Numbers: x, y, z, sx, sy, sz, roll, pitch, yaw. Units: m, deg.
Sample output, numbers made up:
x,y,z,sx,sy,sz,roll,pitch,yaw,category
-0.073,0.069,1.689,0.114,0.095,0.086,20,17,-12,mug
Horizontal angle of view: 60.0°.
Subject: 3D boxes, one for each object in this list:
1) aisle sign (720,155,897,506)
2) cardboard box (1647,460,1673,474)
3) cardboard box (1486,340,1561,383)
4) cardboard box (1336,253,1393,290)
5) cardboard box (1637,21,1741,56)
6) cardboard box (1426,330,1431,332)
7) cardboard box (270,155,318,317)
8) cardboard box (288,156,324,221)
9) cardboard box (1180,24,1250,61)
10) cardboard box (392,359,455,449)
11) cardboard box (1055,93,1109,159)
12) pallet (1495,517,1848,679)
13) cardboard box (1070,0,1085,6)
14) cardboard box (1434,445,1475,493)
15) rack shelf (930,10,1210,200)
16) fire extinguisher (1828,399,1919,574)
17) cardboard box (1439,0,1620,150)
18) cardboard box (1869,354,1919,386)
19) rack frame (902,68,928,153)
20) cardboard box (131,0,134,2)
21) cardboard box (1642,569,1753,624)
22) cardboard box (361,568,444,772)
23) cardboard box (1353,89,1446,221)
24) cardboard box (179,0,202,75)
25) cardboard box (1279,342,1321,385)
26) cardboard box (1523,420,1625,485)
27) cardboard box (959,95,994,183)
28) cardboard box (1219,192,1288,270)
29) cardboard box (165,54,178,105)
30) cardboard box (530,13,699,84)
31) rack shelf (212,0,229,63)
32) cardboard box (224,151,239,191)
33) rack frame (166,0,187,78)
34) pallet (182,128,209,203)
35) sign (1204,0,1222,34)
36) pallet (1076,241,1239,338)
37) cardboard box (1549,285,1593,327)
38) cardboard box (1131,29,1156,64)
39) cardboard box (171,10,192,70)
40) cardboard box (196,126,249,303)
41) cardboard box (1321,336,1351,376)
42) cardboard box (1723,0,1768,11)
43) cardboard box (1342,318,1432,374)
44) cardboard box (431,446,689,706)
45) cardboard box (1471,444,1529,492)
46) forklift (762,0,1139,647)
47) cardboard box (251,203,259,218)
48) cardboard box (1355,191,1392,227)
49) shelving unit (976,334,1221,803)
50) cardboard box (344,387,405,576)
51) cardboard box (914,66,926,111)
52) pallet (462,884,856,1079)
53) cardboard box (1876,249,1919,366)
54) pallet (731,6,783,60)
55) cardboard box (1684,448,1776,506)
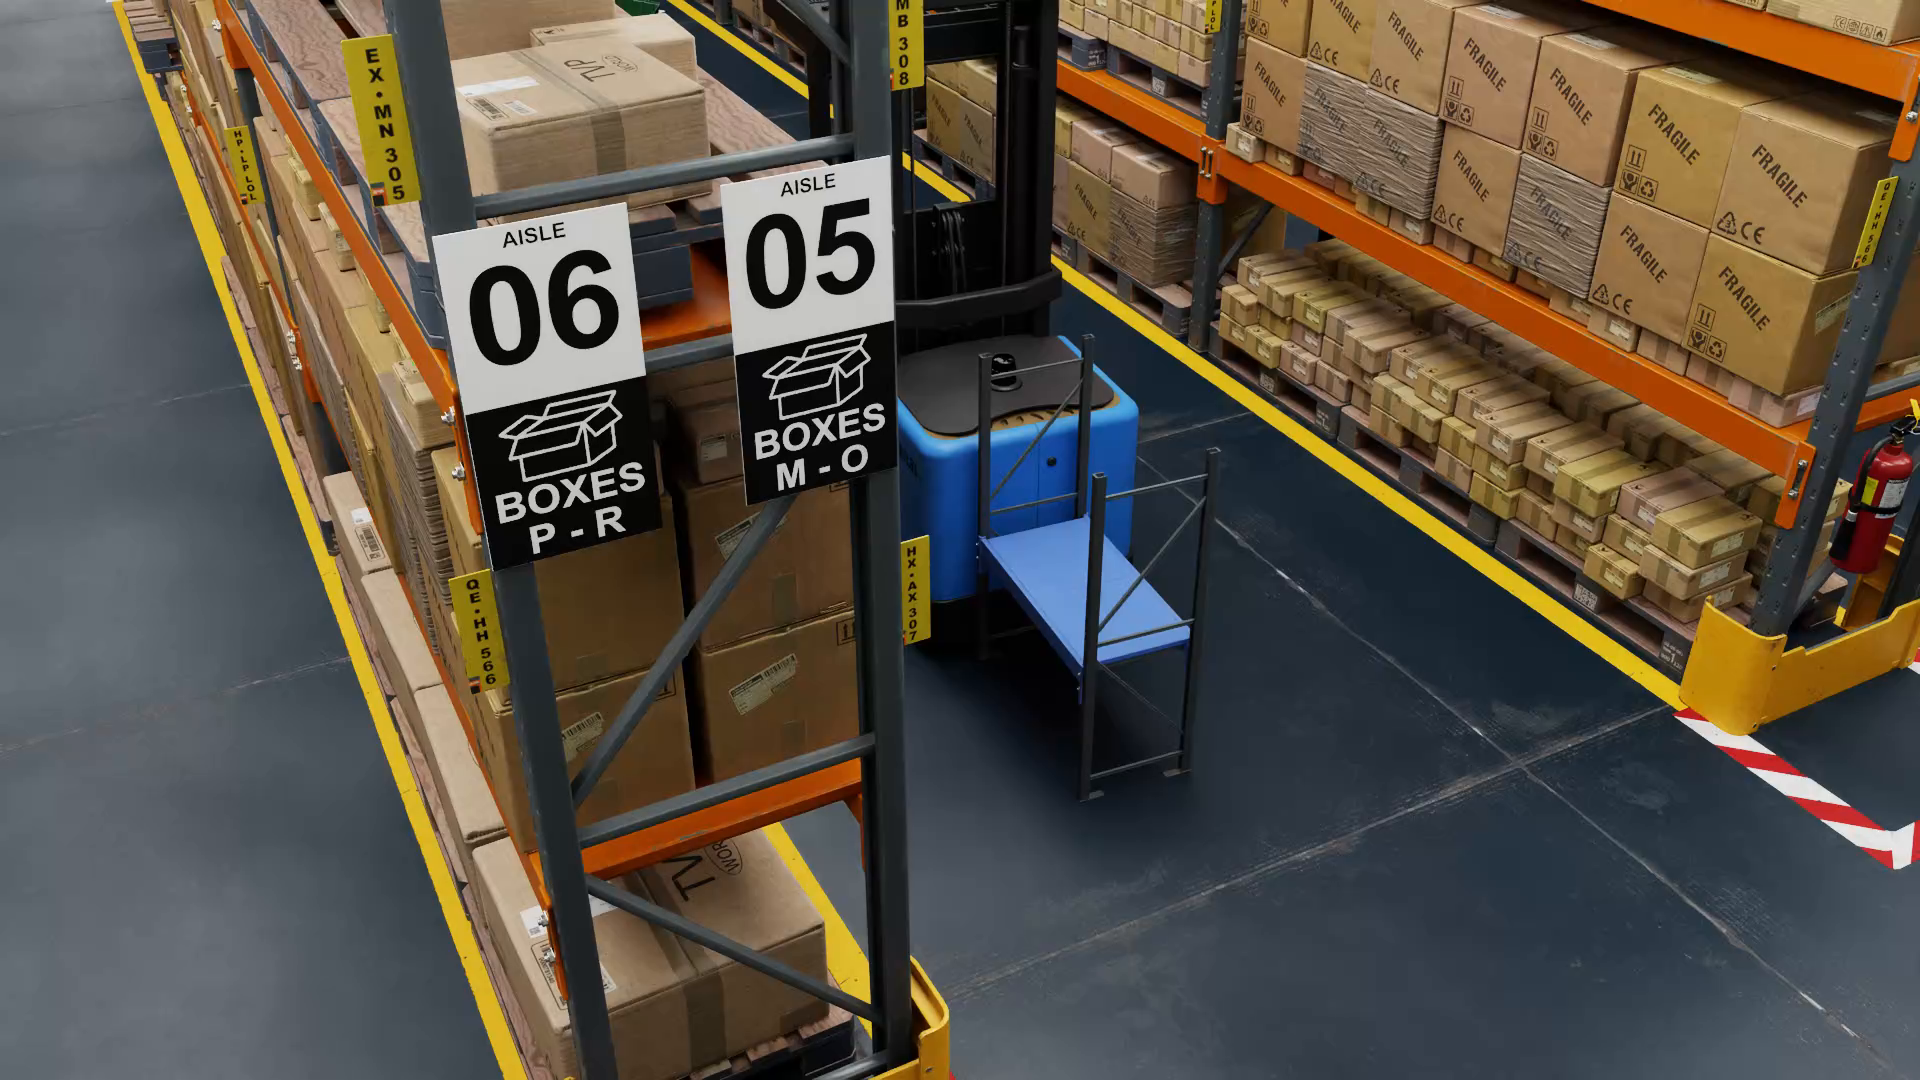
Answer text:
x,y,z,sx,sy,sz,roll,pitch,yaw,category
-0.328,-0.462,3.780,0.394,0.787,0.004,-16,36,-23,aisle sign
3.426,-0.277,7.880,0.380,0.149,0.250,-15,36,-23,cardboard box
2.937,-0.903,8.581,0.380,0.149,0.250,-16,36,-23,cardboard box
2.399,-1.541,9.577,0.380,0.149,0.250,-15,36,-23,cardboard box
3.275,-1.984,7.271,0.500,0.500,0.500,-17,36,-24,cardboard box
2.584,-1.168,9.270,0.380,0.149,0.250,-16,36,-23,cardboard box
-2.246,-1.170,6.276,0.500,0.500,0.500,-16,36,-24,cardboard box
-2.116,-1.260,5.815,0.380,0.149,0.250,-17,36,-24,cardboard box
1.488,-2.867,9.512,0.380,0.149,0.250,-15,35,-22,cardboard box
-1.297,-0.403,4.477,0.380,0.149,0.250,-16,36,-24,cardboard box
0.791,-2.760,11.010,0.500,0.250,0.500,-18,37,-25,cardboard box
3.331,0.120,7.868,1.003,0.211,1.213,-16,36,-23,pallet
0.870,-3.495,10.493,0.380,0.149,0.250,-16,36,-23,cardboard box
2.616,-0.398,8.344,0.380,0.149,0.250,-15,36,-22,cardboard box
0.916,-3.182,11.103,1.077,0.370,4.000,-16,36,-23,rack shelf
3.423,-0.196,6.192,0.296,0.674,0.183,-16,36,-23,fire extinguisher
2.544,-2.105,7.460,0.500,0.500,0.500,-17,36,-25,cardboard box
3.853,-0.753,6.877,0.380,0.149,0.250,-16,36,-23,cardboard box
-0.016,-4.439,12.399,1.000,3.000,0.127,-16,36,-23,rack frame
-7.204,-5.090,14.879,0.500,0.500,0.500,-14,35,-21,cardboard box
3.284,0.203,7.406,0.380,0.149,0.250,-15,36,-22,cardboard box
-1.868,0.418,6.802,0.875,0.438,0.875,-17,36,-24,cardboard box
2.297,-1.914,8.089,0.500,0.500,0.500,-17,36,-24,cardboard box
-3.867,-2.827,8.863,0.500,0.500,0.500,-15,36,-22,cardboard box
2.020,-1.020,9.315,0.380,0.149,0.250,-16,36,-23,cardboard box
2.878,-0.403,7.800,0.380,0.149,0.250,-17,37,-25,cardboard box
0.325,-2.923,11.960,0.500,0.500,0.500,-15,36,-23,cardboard box
1.739,-2.074,10.635,0.500,0.500,0.500,-14,35,-21,cardboard box
-5.967,-3.876,13.566,0.950,0.372,0.625,-15,36,-23,cardboard box
-0.922,-1.282,4.440,0.380,0.149,0.250,-15,35,-21,cardboard box
-3.416,-3.152,8.275,1.077,0.370,4.000,-16,36,-23,rack shelf
-3.615,-2.059,8.823,0.500,0.250,0.500,-16,36,-23,cardboard box
-4.348,-3.146,10.380,1.000,3.000,0.127,-16,36,-23,rack frame
-5.276,-2.927,12.623,1.003,0.211,1.213,-16,36,-23,pallet
1.359,-2.877,8.886,0.100,0.325,0.005,-16,36,-23,sign
1.484,-1.728,10.751,1.003,0.211,1.213,-16,36,-23,pallet
2.862,-1.093,7.409,0.380,0.149,0.250,-18,37,-25,cardboard box
1.252,-2.985,9.972,0.380,0.149,0.250,-16,36,-23,cardboard box
-4.331,-2.990,9.811,0.500,0.250,0.500,-16,36,-23,cardboard box
-4.100,-2.078,10.293,0.875,0.875,0.875,-16,36,-24,cardboard box
2.201,-1.044,9.076,0.380,0.149,0.250,-18,37,-25,cardboard box
3.023,-2.214,6.283,0.500,0.250,0.500,-16,36,-23,cardboard box
2.252,-1.026,8.772,0.380,0.149,0.250,-15,36,-22,cardboard box
-1.054,0.038,4.390,0.500,0.500,0.500,-15,35,-22,cardboard box
2.718,-0.395,8.063,0.380,0.149,0.250,-15,36,-22,cardboard box
-0.238,-1.545,7.944,1.130,2.935,3.031,-13,35,-19,forklift
-3.144,-1.771,7.909,0.500,0.250,0.500,-15,36,-22,cardboard box
2.229,-1.721,8.388,0.380,0.149,0.250,-15,36,-22,cardboard box
0.506,0.103,6.698,0.538,1.500,1.048,-13,35,-19,shelving unit
-1.799,-0.264,5.788,0.500,0.500,0.500,-15,35,-22,cardboard box
-0.221,-3.982,13.381,1.050,0.750,0.750,-16,36,-24,cardboard box
-1.060,1.484,5.738,1.003,0.211,1.213,-16,36,-23,pallet
3.749,-1.073,6.775,0.500,0.500,0.500,-14,35,-21,cardboard box
-1.455,-4.825,15.585,1.003,0.211,1.213,-16,36,-23,pallet
3.535,-0.285,7.617,0.380,0.149,0.250,-15,36,-22,cardboard box
